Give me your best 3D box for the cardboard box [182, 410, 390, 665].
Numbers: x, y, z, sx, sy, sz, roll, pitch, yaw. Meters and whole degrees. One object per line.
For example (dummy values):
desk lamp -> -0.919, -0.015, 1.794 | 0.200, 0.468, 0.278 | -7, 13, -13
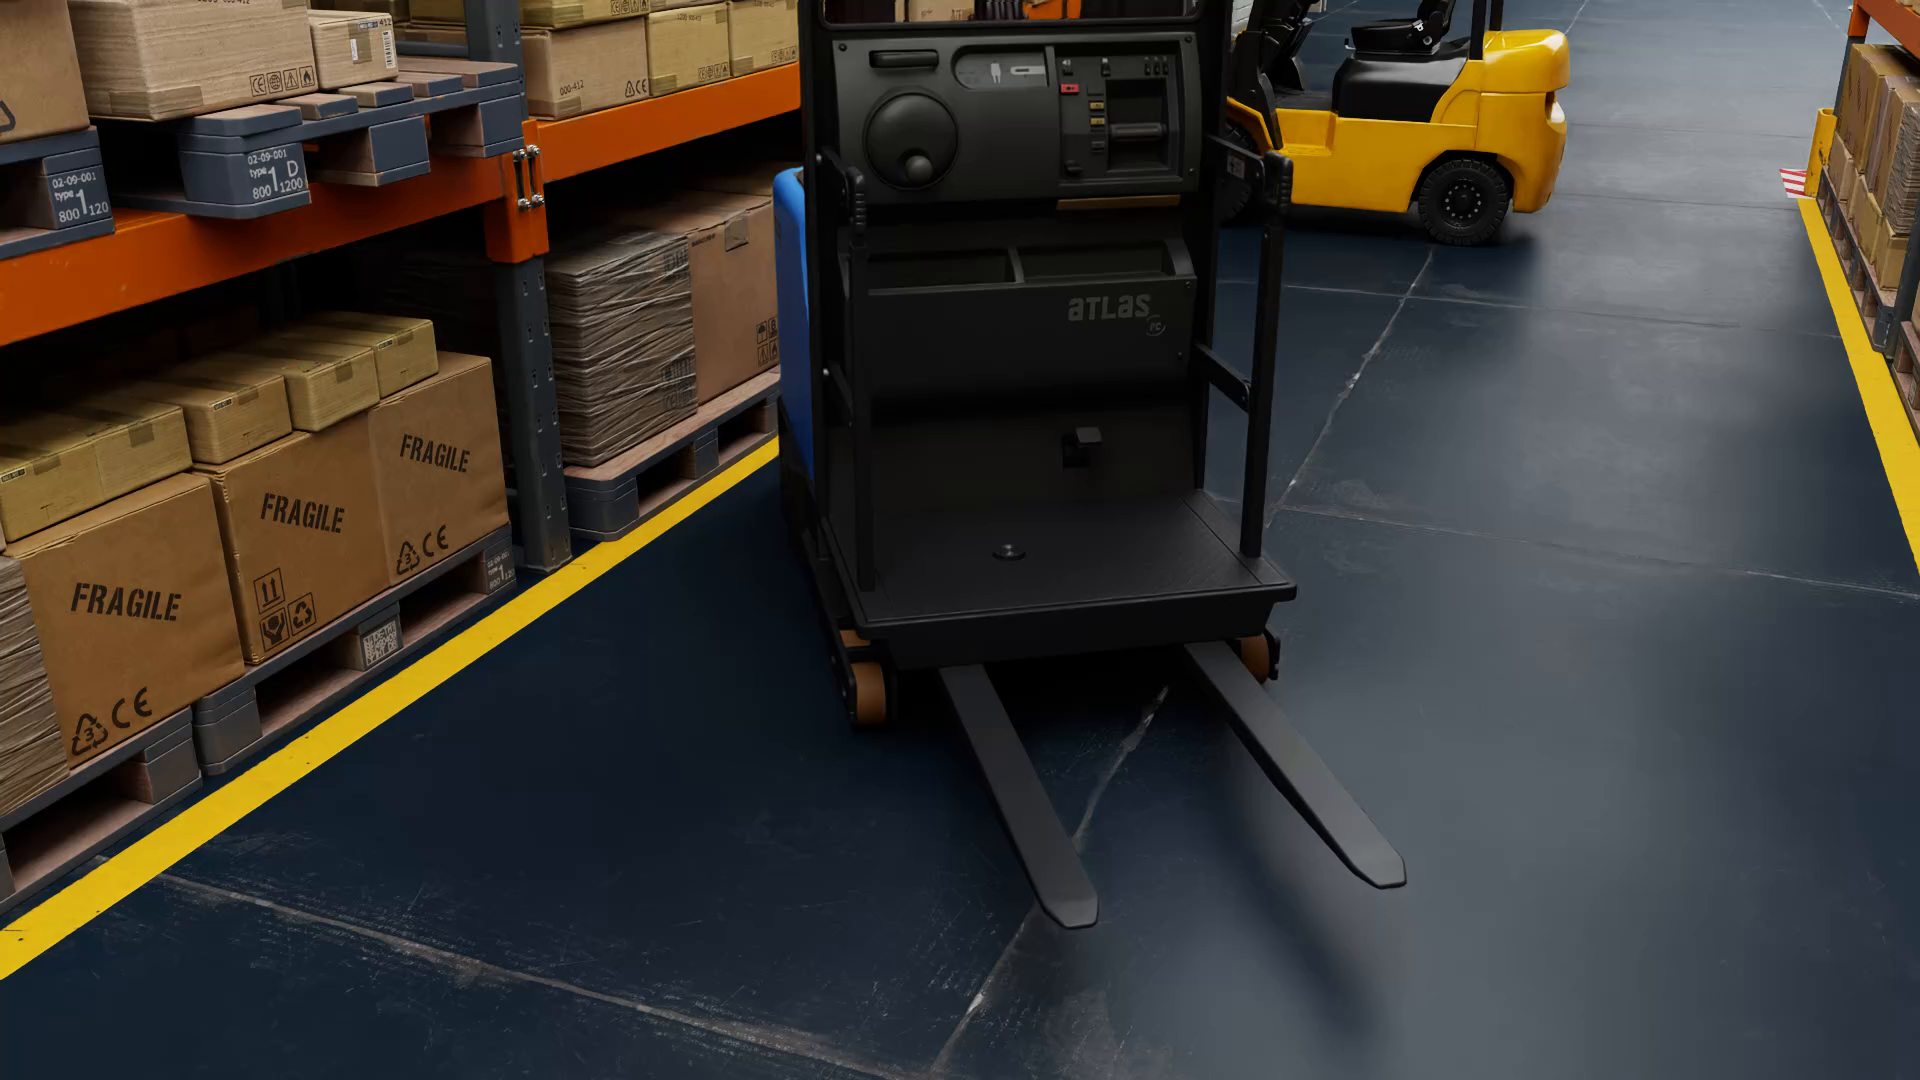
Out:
cardboard box -> -1.826, -0.051, 4.179 | 0.500, 0.500, 0.500 | 8, 24, 19

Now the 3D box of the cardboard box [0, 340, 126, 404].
cardboard box -> -2.298, -0.377, 4.117 | 0.380, 0.149, 0.250 | 9, 24, 21

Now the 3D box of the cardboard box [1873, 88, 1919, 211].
cardboard box -> 4.580, -1.796, 7.708 | 0.500, 0.500, 0.500 | 9, 24, 21

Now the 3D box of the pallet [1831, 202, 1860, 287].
pallet -> 5.091, -1.490, 8.542 | 1.003, 0.211, 1.213 | 9, 24, 20

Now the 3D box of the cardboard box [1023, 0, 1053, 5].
cardboard box -> 0.220, -2.970, 8.338 | 0.500, 0.500, 0.500 | 8, 24, 19

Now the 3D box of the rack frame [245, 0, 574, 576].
rack frame -> -1.673, -1.371, 4.640 | 1.000, 3.000, 0.127 | 9, 24, 20

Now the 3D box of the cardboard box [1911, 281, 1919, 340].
cardboard box -> 4.230, -0.886, 6.344 | 0.950, 0.372, 0.625 | 9, 24, 21

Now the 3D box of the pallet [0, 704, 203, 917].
pallet -> -2.440, 0.613, 3.509 | 1.003, 0.211, 1.213 | 9, 24, 20

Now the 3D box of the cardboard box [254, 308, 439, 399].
cardboard box -> -1.621, -0.497, 4.406 | 0.380, 0.149, 0.250 | 8, 24, 17

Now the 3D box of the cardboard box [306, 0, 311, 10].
cardboard box -> -2.009, -1.449, 4.152 | 0.500, 0.500, 0.500 | 10, 25, 23

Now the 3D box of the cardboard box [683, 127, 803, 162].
cardboard box -> -0.666, -1.435, 7.330 | 0.875, 0.625, 0.625 | 9, 24, 20

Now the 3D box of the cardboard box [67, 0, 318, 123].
cardboard box -> -1.764, -1.071, 3.573 | 0.500, 0.250, 0.500 | 8, 24, 18

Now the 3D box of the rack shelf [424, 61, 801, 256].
rack shelf -> -0.930, -1.754, 6.492 | 1.077, 0.370, 4.000 | 9, 24, 20

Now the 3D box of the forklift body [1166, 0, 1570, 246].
forklift body -> 2.288, -2.902, 9.407 | 2.313, 2.155, 1.214 | 9, 24, 20

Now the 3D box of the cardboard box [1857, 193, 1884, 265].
cardboard box -> 4.581, -1.460, 7.876 | 0.500, 0.250, 0.500 | 8, 24, 19

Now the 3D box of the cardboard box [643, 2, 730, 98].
cardboard box -> -1.090, -1.605, 5.394 | 0.500, 0.250, 0.500 | 8, 24, 19

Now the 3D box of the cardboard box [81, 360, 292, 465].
cardboard box -> -1.833, -0.307, 3.951 | 0.380, 0.149, 0.250 | 8, 24, 18

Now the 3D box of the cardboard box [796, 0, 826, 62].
cardboard box -> -0.711, -1.975, 6.282 | 0.500, 0.250, 0.500 | 10, 25, 22

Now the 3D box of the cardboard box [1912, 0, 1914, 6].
cardboard box -> 4.756, -2.587, 7.877 | 0.380, 0.149, 0.250 | 8, 24, 19

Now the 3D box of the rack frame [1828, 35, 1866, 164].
rack frame -> 5.908, -3.524, 9.795 | 1.000, 3.000, 0.127 | 9, 24, 20

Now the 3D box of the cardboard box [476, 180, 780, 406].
cardboard box -> -1.193, -0.925, 6.109 | 0.875, 0.625, 0.625 | 10, 25, 22

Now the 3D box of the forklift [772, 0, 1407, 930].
forklift -> 0.198, -1.045, 3.948 | 1.130, 2.935, 3.031 | -5, 23, -11

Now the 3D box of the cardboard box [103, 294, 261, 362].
cardboard box -> -2.156, -0.568, 4.575 | 0.380, 0.149, 0.250 | 10, 25, 23

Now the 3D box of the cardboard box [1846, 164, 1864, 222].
cardboard box -> 4.964, -1.821, 8.741 | 0.500, 0.250, 0.500 | 11, 25, 24

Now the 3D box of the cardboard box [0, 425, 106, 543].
cardboard box -> -2.065, -0.130, 3.526 | 0.380, 0.149, 0.250 | 8, 24, 19

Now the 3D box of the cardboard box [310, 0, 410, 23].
cardboard box -> -1.764, -1.733, 5.052 | 0.500, 0.250, 0.500 | 9, 24, 21

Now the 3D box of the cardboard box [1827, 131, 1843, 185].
cardboard box -> 5.352, -2.200, 9.648 | 0.500, 0.250, 0.500 | 9, 24, 20

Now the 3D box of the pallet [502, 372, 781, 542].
pallet -> -1.331, -0.373, 5.869 | 1.003, 0.211, 1.213 | 9, 24, 20

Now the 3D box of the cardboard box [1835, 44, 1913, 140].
cardboard box -> 5.344, -2.538, 9.483 | 0.500, 0.500, 0.500 | 8, 24, 18

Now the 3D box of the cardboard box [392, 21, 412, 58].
cardboard box -> -1.744, -1.499, 5.141 | 0.500, 0.250, 0.500 | 8, 24, 19

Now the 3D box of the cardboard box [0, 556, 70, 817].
cardboard box -> -2.194, 0.325, 3.279 | 0.500, 0.500, 0.500 | 8, 24, 18

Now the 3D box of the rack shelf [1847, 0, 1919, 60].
rack shelf -> 5.166, -2.477, 8.221 | 1.077, 0.370, 4.000 | 9, 24, 20

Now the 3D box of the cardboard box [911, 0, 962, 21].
cardboard box -> -0.313, -2.334, 7.141 | 0.500, 0.250, 0.500 | 9, 24, 20

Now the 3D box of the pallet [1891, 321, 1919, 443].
pallet -> 4.135, -0.527, 6.238 | 1.003, 0.211, 1.213 | 9, 24, 20

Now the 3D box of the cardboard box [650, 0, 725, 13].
cardboard box -> -1.094, -1.835, 5.297 | 0.500, 0.250, 0.500 | 10, 25, 22

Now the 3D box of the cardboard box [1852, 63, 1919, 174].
cardboard box -> 4.960, -2.171, 8.607 | 0.500, 0.500, 0.500 | 9, 24, 21

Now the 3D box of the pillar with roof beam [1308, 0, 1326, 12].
pillar with roof beam -> 8.657, -10.559, 18.855 | 9.100, 9.000, 0.400 | 9, 24, 20
